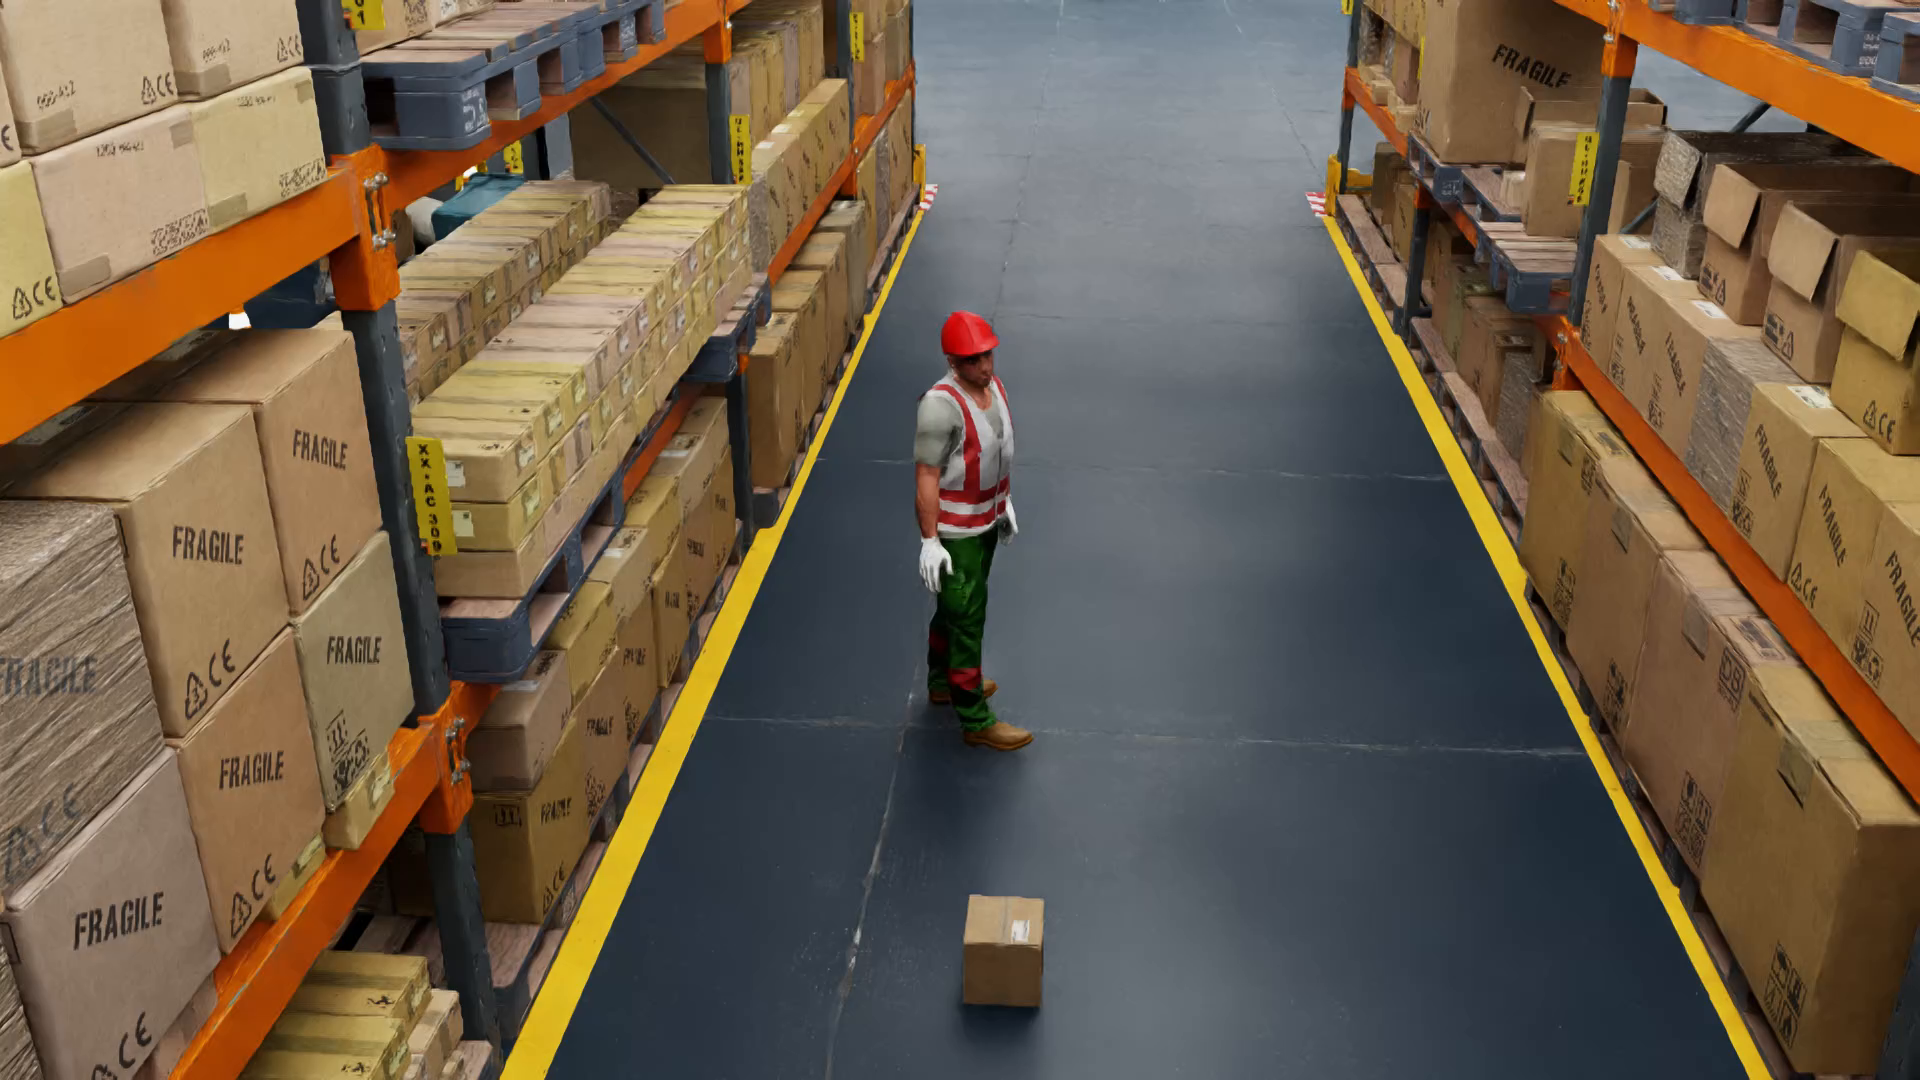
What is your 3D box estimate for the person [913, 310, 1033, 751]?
[{"bbox_3d":[0.068,-0.034,6.590,0.583,1.786,0.676,11,27,23],"label":"person"}]
